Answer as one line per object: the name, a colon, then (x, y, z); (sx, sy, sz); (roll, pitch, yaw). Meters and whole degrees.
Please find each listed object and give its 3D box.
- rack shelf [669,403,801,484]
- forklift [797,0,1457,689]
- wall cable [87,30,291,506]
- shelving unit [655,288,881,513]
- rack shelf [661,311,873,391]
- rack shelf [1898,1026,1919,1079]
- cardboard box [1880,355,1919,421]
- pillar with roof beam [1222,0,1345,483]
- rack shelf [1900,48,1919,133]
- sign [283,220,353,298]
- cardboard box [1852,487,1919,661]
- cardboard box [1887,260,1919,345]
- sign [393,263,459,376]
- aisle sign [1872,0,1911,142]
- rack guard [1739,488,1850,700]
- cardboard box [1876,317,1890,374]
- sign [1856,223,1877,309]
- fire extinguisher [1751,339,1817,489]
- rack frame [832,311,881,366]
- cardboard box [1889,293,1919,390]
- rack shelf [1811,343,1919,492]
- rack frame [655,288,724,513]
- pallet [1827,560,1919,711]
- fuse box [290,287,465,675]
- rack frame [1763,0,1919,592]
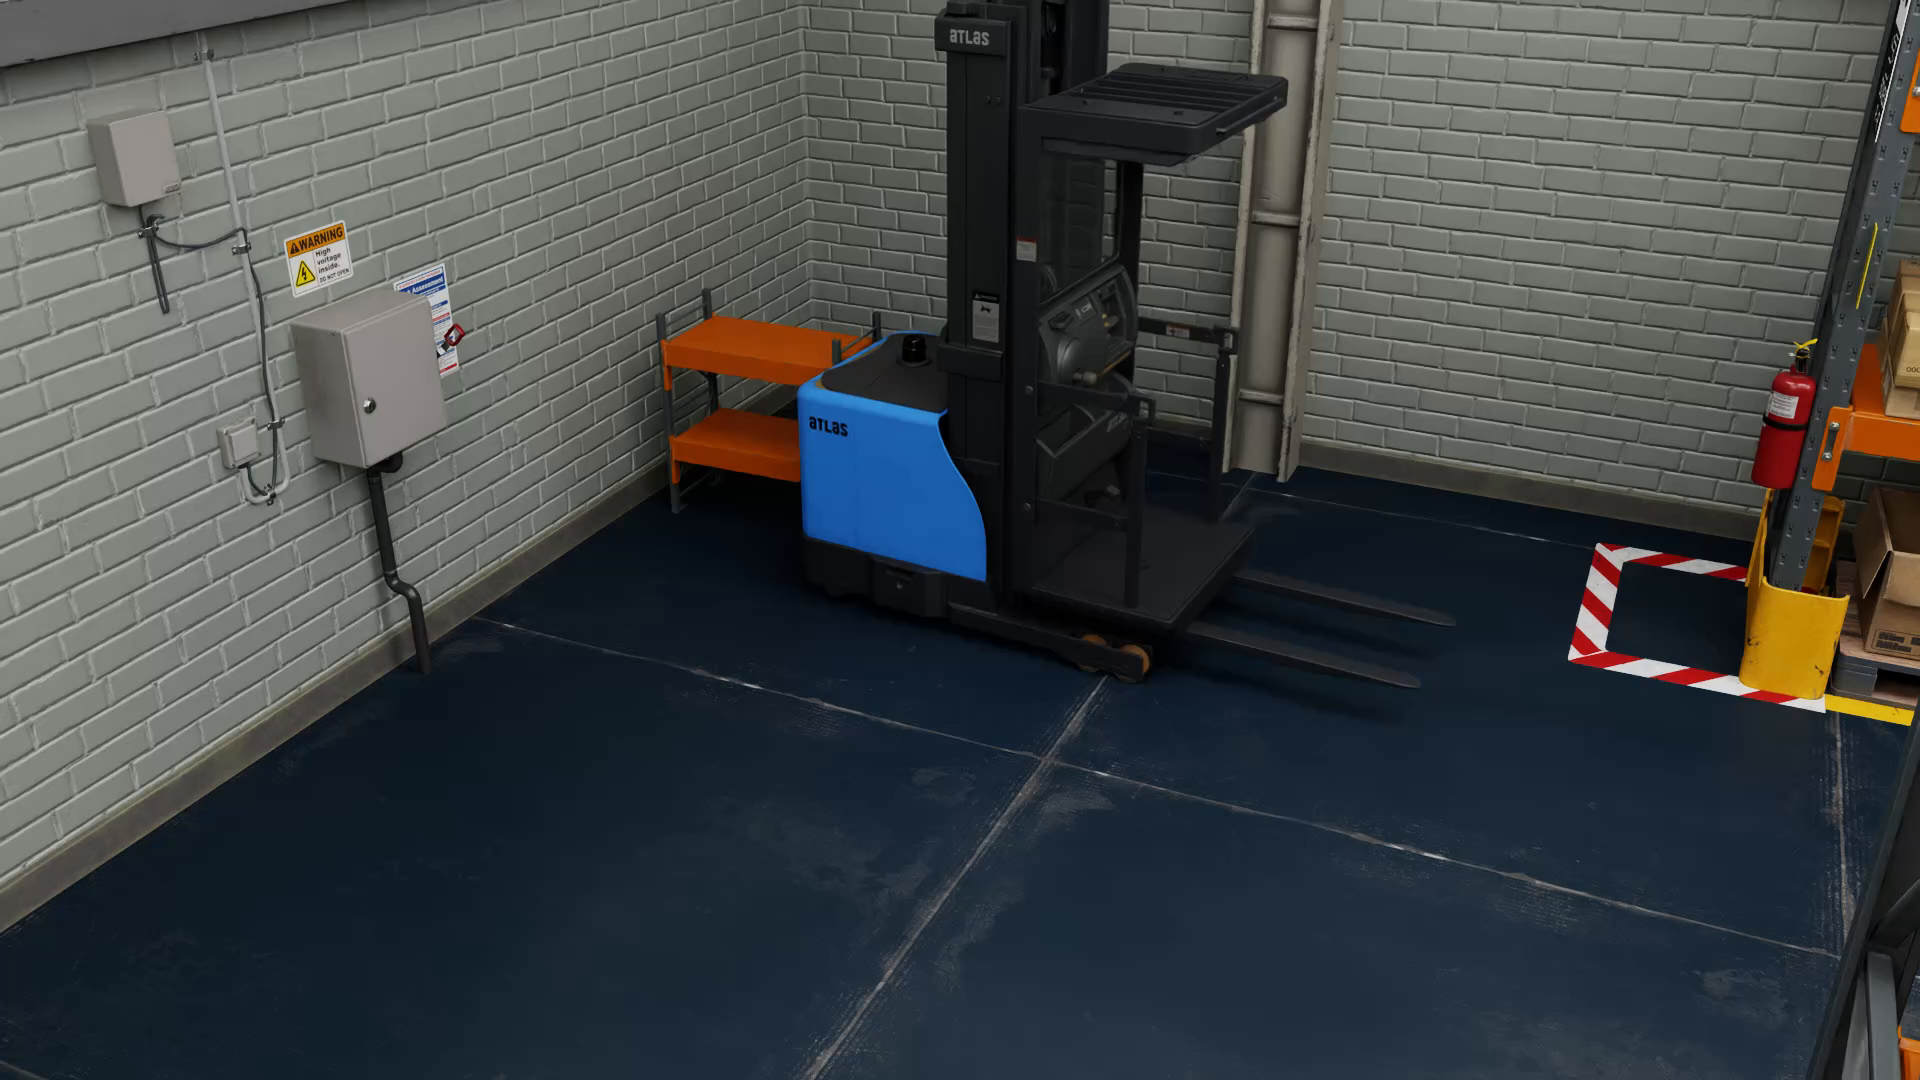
rack shelf: (-0.989, -0.446, 8.935); (1.000, 0.278, 0.538); (11, 28, 21)
forklift: (0.759, -0.945, 7.350); (3.031, 2.935, 1.130); (14, 29, 26)
wall cable: (-2.810, -0.965, 6.165); (0.122, 1.984, 0.588); (11, 28, 22)
shelving unit: (-0.989, -0.665, 8.827); (1.048, 1.125, 0.538); (11, 28, 21)
rack shelf: (-0.989, -0.928, 8.698); (1.000, 0.278, 0.538); (11, 28, 21)
rack shelf: (3.577, 1.773, 2.568); (4.000, 0.370, 1.077); (11, 28, 22)
cardboard box: (3.993, -0.629, 6.916); (0.250, 0.149, 0.380); (11, 28, 21)
pillar with roof beam: (-0.056, -2.728, 4.103); (0.400, 9.000, 9.100); (11, 28, 22)
rack shelf: (5.628, -1.570, 5.961); (4.000, 0.370, 1.077); (11, 28, 22)
sign: (-2.596, -1.141, 6.737); (0.001, 0.242, 0.339); (11, 28, 22)
cardboard box: (4.325, 0.169, 7.361); (0.637, 0.503, 0.797); (10, 28, 20)
cardboard box: (4.336, -1.001, 7.220); (0.500, 0.250, 0.500); (12, 29, 23)
sign: (-2.368, -0.949, 7.389); (0.001, 0.494, 0.329); (11, 28, 22)
aisle sign: (3.624, -1.973, 6.418); (0.004, 0.787, 0.394); (11, 28, 22)
rack guard: (3.876, 0.223, 7.731); (0.348, 0.500, 1.175); (11, 28, 22)
cardboard box: (4.220, -0.847, 7.359); (0.250, 0.149, 0.380); (11, 28, 21)
sign: (3.583, -1.082, 6.572); (0.005, 0.325, 0.100); (11, 28, 22)
fire extinguisher: (3.482, -0.551, 6.984); (0.183, 0.674, 0.296); (11, 28, 22)
rack frame: (-0.522, -0.576, 8.647); (0.032, 1.125, 0.500); (11, 28, 21)
cardboard box: (4.109, -0.787, 6.786); (0.500, 0.250, 0.500); (12, 28, 22)
rack shelf: (5.628, -0.224, 6.623); (4.000, 0.370, 1.077); (11, 28, 22)
rack frame: (-1.456, -0.753, 9.007); (0.032, 1.125, 0.500); (11, 28, 21)
pallet: (4.602, 0.498, 7.499); (1.213, 0.211, 1.003); (11, 28, 22)
fuse box: (-2.384, -0.177, 7.173); (0.414, 1.711, 0.539); (11, 28, 22)
rack frame: (3.807, -0.912, 7.207); (0.127, 3.000, 1.000); (11, 28, 22)
